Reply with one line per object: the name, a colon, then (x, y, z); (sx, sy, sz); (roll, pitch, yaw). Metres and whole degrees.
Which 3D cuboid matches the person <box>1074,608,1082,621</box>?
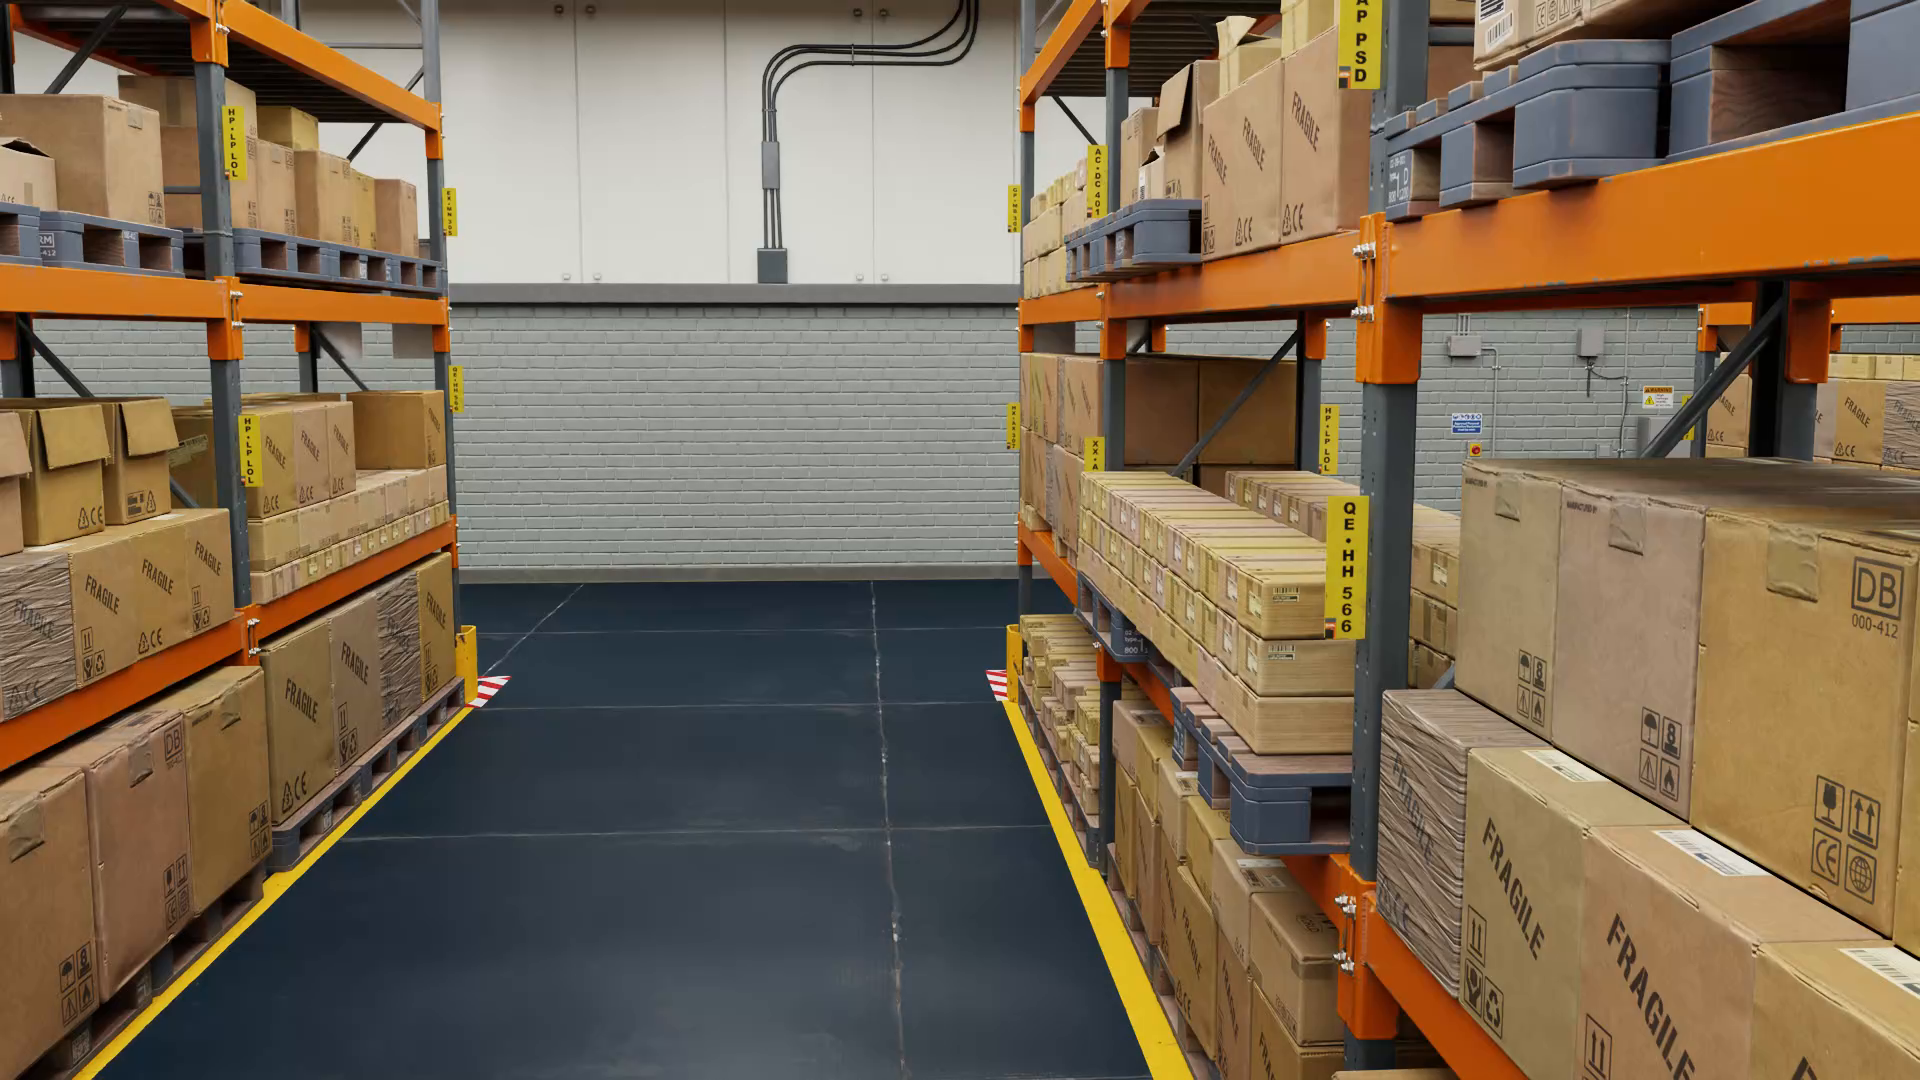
person: (1.278, 0.246, 14.861); (0.846, 1.034, 0.492); (0, 7, -4)
